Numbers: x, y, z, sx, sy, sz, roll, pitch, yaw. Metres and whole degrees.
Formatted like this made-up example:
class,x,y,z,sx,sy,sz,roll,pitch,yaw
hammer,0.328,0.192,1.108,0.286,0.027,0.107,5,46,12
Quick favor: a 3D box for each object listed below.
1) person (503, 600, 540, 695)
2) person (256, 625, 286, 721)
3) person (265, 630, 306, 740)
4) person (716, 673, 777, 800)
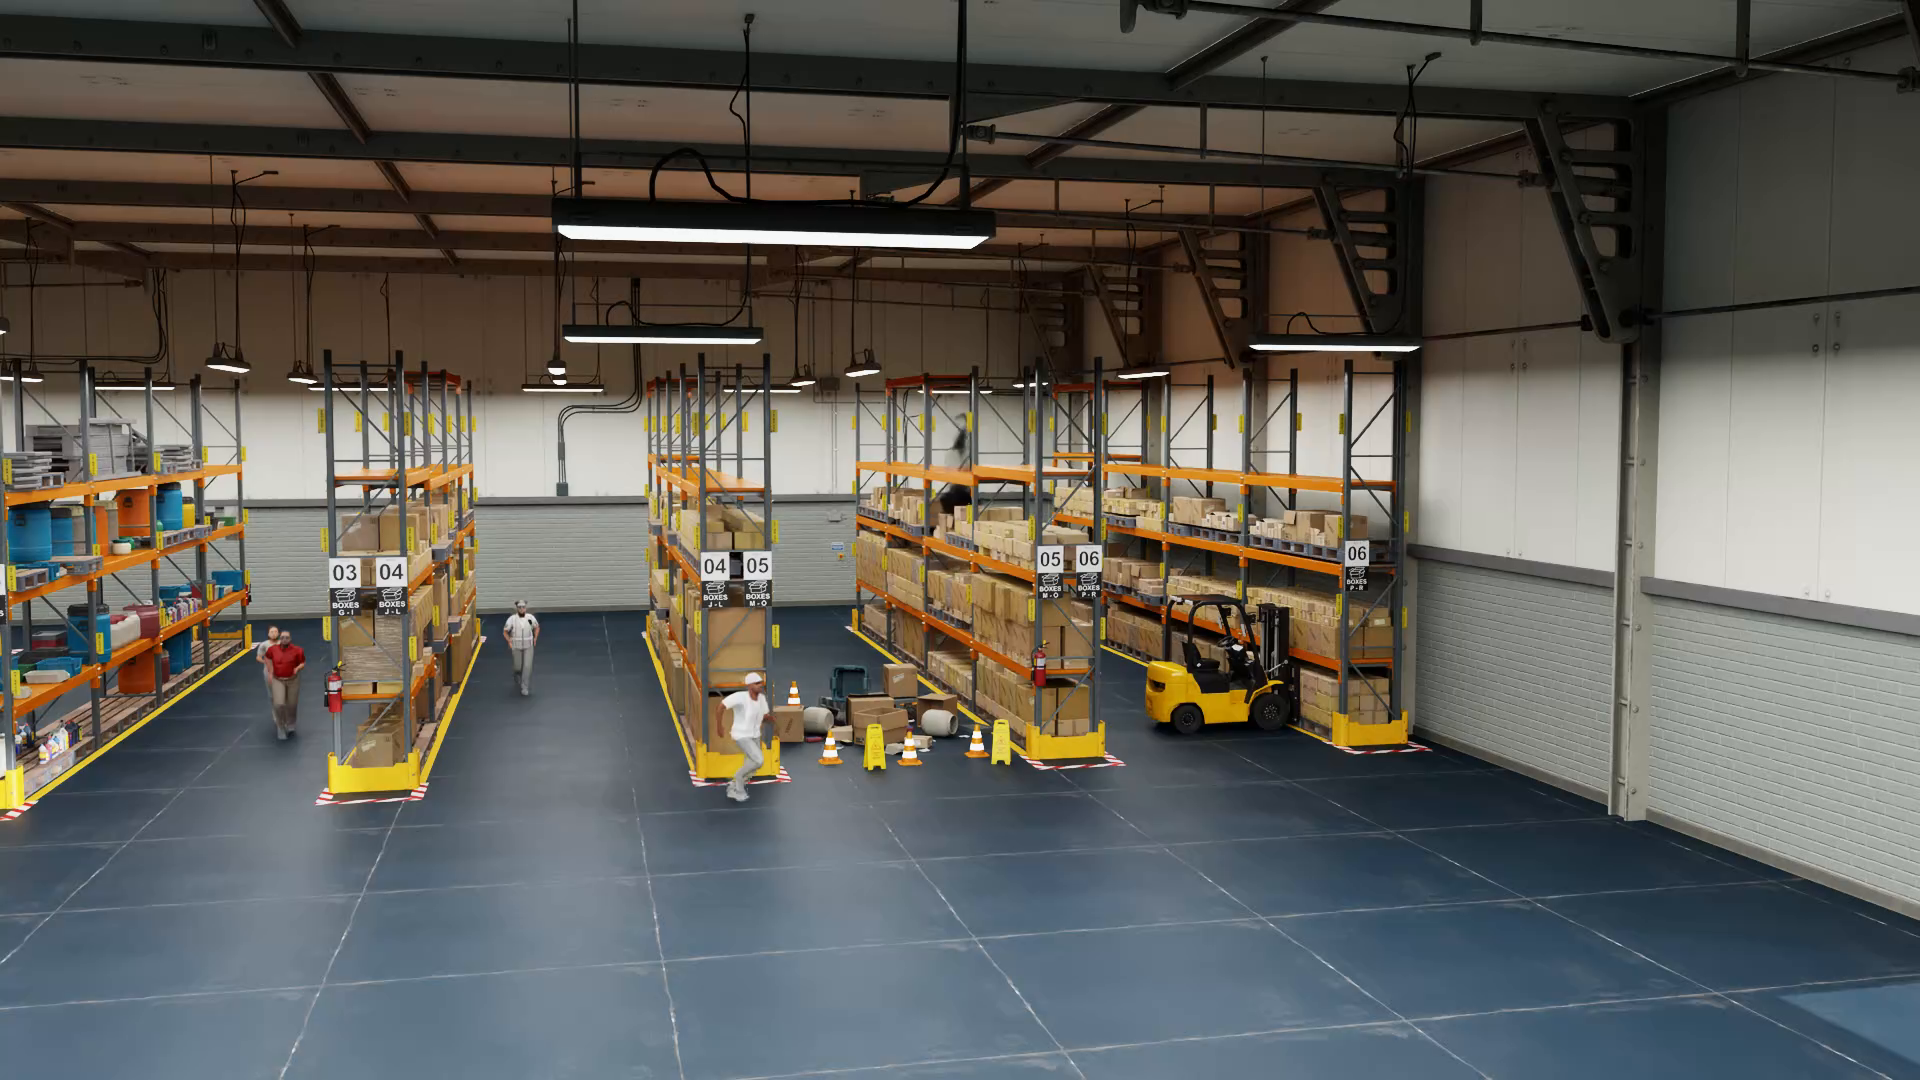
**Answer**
class,x,y,z,sx,sy,sz,roll,pitch,yaw
person,-8.181,1.984,31.080,0.673,1.768,0.733,-1,4,-20
person,-11.374,2.263,27.597,0.550,1.719,0.745,-1,4,-18
person,-10.774,2.327,26.598,0.590,1.789,0.875,-2,4,-26
person,-2.780,2.606,21.976,0.717,1.707,0.747,3,5,33
